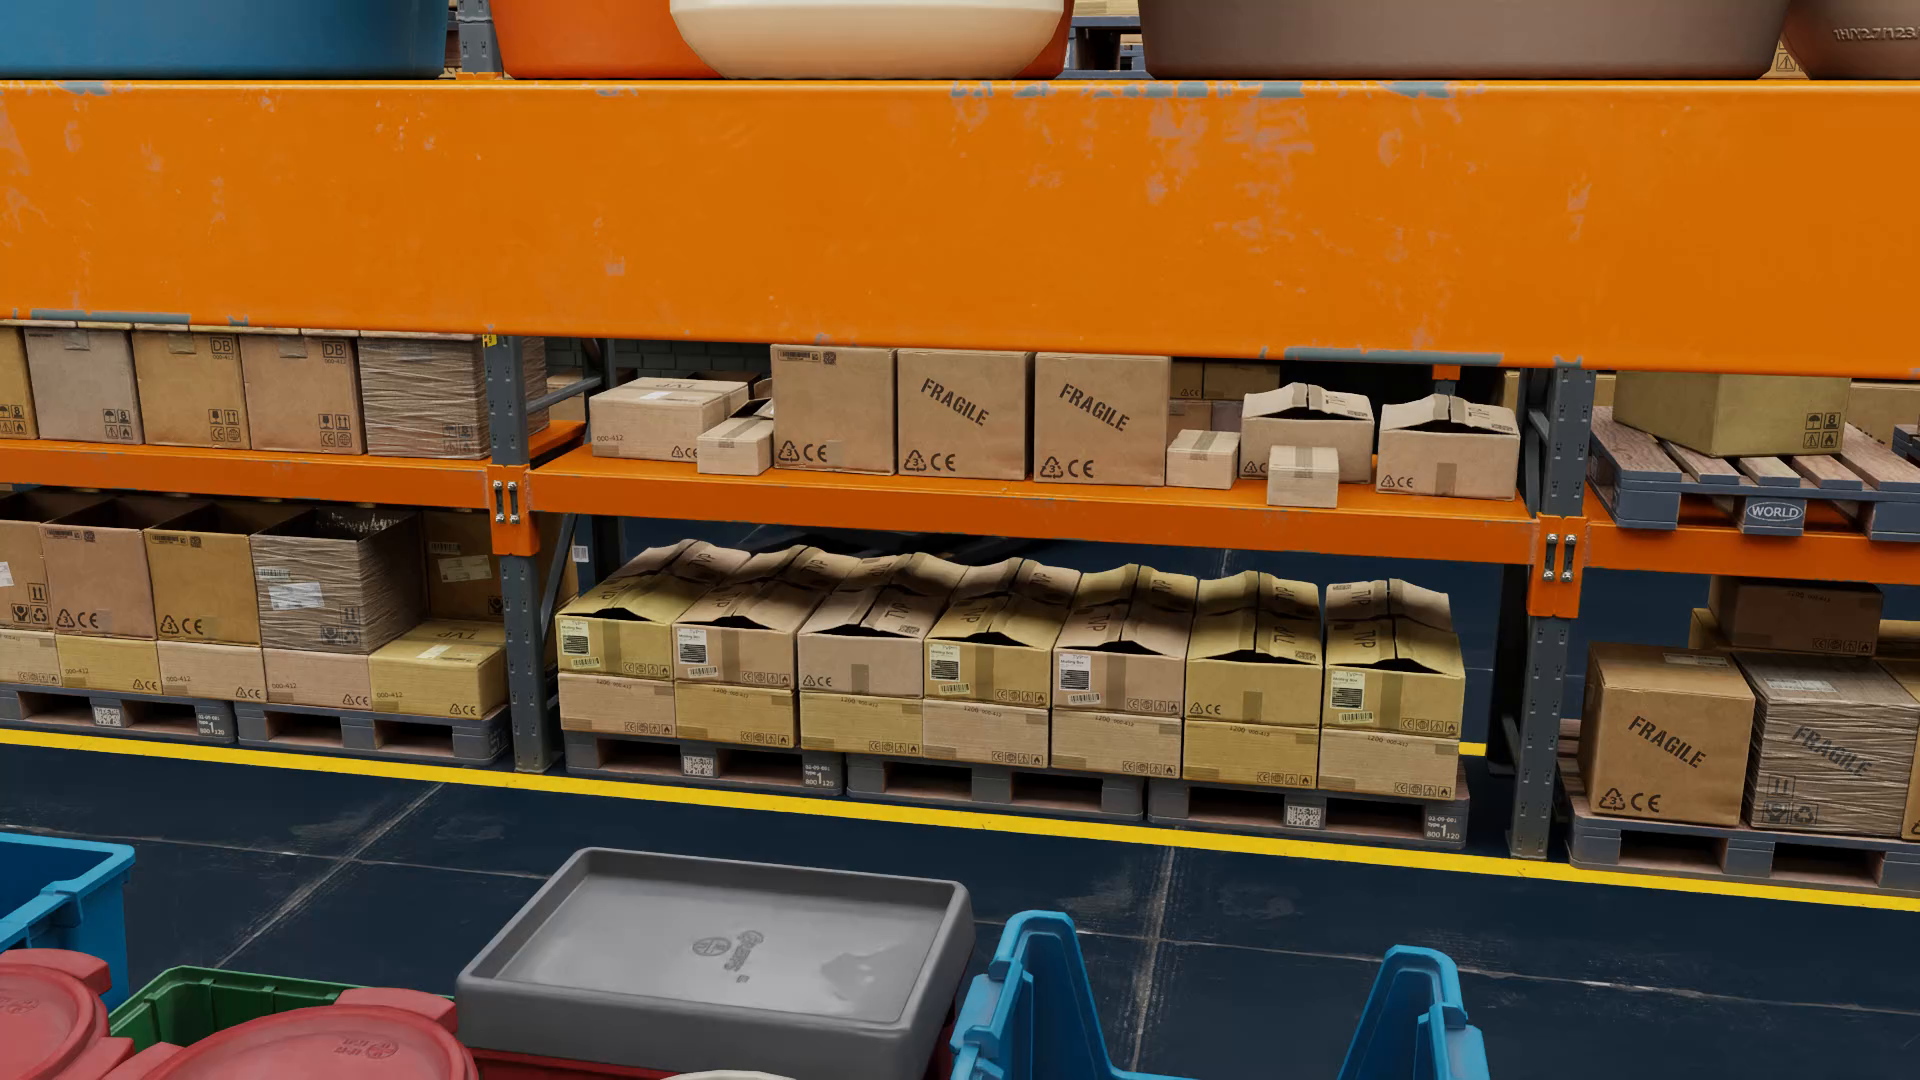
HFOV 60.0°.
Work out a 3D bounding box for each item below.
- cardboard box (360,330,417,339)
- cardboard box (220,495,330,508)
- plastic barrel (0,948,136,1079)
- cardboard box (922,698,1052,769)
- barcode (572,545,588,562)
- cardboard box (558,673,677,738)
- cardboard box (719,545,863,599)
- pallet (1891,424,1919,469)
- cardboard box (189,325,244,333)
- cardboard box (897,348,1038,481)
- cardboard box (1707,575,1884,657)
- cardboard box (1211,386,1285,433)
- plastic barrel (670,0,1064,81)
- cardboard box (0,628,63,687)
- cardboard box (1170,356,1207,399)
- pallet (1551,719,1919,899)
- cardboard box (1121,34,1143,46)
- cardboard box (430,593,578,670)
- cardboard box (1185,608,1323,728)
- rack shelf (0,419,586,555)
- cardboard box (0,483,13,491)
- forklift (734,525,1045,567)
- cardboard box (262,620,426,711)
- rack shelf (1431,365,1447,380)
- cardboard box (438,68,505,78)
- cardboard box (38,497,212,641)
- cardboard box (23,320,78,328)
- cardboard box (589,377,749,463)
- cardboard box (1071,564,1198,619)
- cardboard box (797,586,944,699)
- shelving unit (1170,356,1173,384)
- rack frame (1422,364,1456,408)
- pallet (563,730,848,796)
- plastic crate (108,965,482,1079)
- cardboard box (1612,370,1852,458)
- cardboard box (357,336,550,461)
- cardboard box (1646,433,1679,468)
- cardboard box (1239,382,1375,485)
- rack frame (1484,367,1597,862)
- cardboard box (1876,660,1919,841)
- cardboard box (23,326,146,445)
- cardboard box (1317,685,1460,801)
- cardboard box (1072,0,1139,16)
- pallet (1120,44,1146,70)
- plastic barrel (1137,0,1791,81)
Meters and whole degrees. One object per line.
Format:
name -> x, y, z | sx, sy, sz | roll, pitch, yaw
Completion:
cardboard box -> -2.255, -0.929, 6.826 | 0.250, 0.149, 0.380 | 3, 16, 10
cardboard box -> -3.076, 0.005, 7.814 | 0.500, 0.500, 0.500 | 3, 16, 11
plastic barrel -> -1.082, 0.781, 1.799 | 0.433, 0.535, 0.433 | 0, 15, 0
cardboard box -> 0.149, 0.694, 6.731 | 0.500, 0.250, 0.500 | 3, 16, 12
barcode -> -1.537, 0.056, 6.731 | 0.075, 0.075, 0.001 | 3, 16, 11
cardboard box -> -1.359, 0.613, 7.026 | 0.500, 0.250, 0.500 | 3, 16, 10
cardboard box -> -0.739, 0.229, 7.361 | 0.500, 0.311, 0.500 | 4, 16, 13
pallet -> 4.122, -0.189, 5.915 | 1.213, 0.211, 1.003 | 3, 16, 11
cardboard box -> -3.010, -0.970, 6.973 | 0.250, 0.149, 0.380 | 3, 16, 11
cardboard box -> 0.052, -0.545, 6.653 | 0.500, 0.500, 0.500 | 3, 16, 11
cardboard box -> 3.235, 0.238, 6.468 | 0.500, 0.250, 0.500 | 4, 16, 13
cardboard box -> 2.001, -0.770, 11.510 | 0.500, 0.500, 0.700 | 3, 16, 11
plastic barrel -> -0.068, -0.474, 1.223 | 0.301, 0.262, 0.301 | 0, 15, 0
cardboard box -> -4.162, 0.453, 7.603 | 0.500, 0.250, 0.500 | 3, 16, 11
cardboard box -> 1.432, -1.146, 11.464 | 0.500, 0.250, 0.500 | 3, 16, 11
pallet -> 2.939, 1.010, 6.451 | 1.213, 0.211, 1.003 | 3, 16, 11
cardboard box -> 1.007, -3.473, 10.818 | 0.500, 0.500, 0.500 | 3, 16, 9
cardboard box -> -2.098, 0.422, 7.713 | 0.500, 0.250, 0.500 | 3, 16, 11
cardboard box -> 1.142, 0.479, 6.456 | 0.500, 0.311, 0.500 | 3, 16, 10
rack shelf -> -3.664, -0.356, 7.506 | 4.000, 0.370, 1.077 | 3, 16, 11
cardboard box -> -5.039, -0.097, 8.183 | 0.500, 0.500, 0.500 | 3, 16, 11
forklift -> -0.395, -1.283, 9.633 | 1.130, 2.935, 3.031 | 12, 20, 37
cardboard box -> -2.690, 0.530, 7.325 | 0.500, 0.250, 0.500 | 3, 16, 11
rack shelf -> 1.239, -1.439, 11.417 | 4.000, 0.370, 1.077 | 3, 16, 11
cardboard box -> -3.334, -3.461, 11.524 | 0.500, 0.500, 0.500 | 4, 16, 14
cardboard box -> -3.674, 0.119, 7.402 | 0.500, 0.500, 0.500 | 3, 16, 11
cardboard box -> -3.776, -1.011, 7.120 | 0.250, 0.149, 0.380 | 3, 16, 12
cardboard box -> -1.213, -0.509, 6.993 | 0.500, 0.250, 0.500 | 4, 16, 15
cardboard box -> 0.745, 0.311, 7.065 | 0.500, 0.311, 0.500 | 3, 16, 10
cardboard box -> -0.352, 0.398, 6.748 | 0.500, 0.311, 0.500 | 3, 16, 9
shelving unit -> 1.070, -0.722, 10.813 | 0.258, 1.200, 0.503 | -8, 17, -42
rack frame -> 3.199, -1.680, 10.937 | 0.127, 3.000, 1.000 | 3, 16, 11
pallet -> -0.975, 0.776, 7.294 | 1.213, 0.211, 1.003 | 3, 16, 11
plastic crate -> -0.932, 0.820, 2.310 | 0.662, 0.188, 0.450 | 3, 16, 11
cardboard box -> 2.855, -0.630, 6.174 | 0.500, 0.500, 0.700 | -2, 16, -8
cardboard box -> -2.141, -0.667, 7.092 | 0.500, 0.500, 0.700 | 3, 16, 10
cardboard box -> 4.750, -0.724, 10.729 | 0.750, 0.750, 0.750 | 3, 16, 11
cardboard box -> 1.378, -0.439, 6.625 | 0.500, 0.311, 0.500 | 3, 16, 10
rack frame -> 2.215, -0.384, 6.258 | 0.127, 3.000, 1.000 | 3, 16, 11
cardboard box -> 3.609, 0.762, 5.979 | 0.500, 0.500, 0.500 | 3, 16, 10
cardboard box -> -3.652, -0.748, 7.385 | 0.500, 0.500, 0.700 | 4, 16, 13
cardboard box -> 1.651, 0.775, 6.440 | 0.500, 0.250, 0.500 | 3, 16, 12
cardboard box -> 0.684, -2.025, 6.060 | 0.500, 0.250, 0.500 | 3, 16, 10
pallet -> 0.880, -3.133, 10.914 | 1.003, 0.211, 1.213 | 3, 16, 11
plastic barrel -> 0.463, -0.876, 1.476 | 0.600, 0.901, 0.600 | 0, 15, 0
